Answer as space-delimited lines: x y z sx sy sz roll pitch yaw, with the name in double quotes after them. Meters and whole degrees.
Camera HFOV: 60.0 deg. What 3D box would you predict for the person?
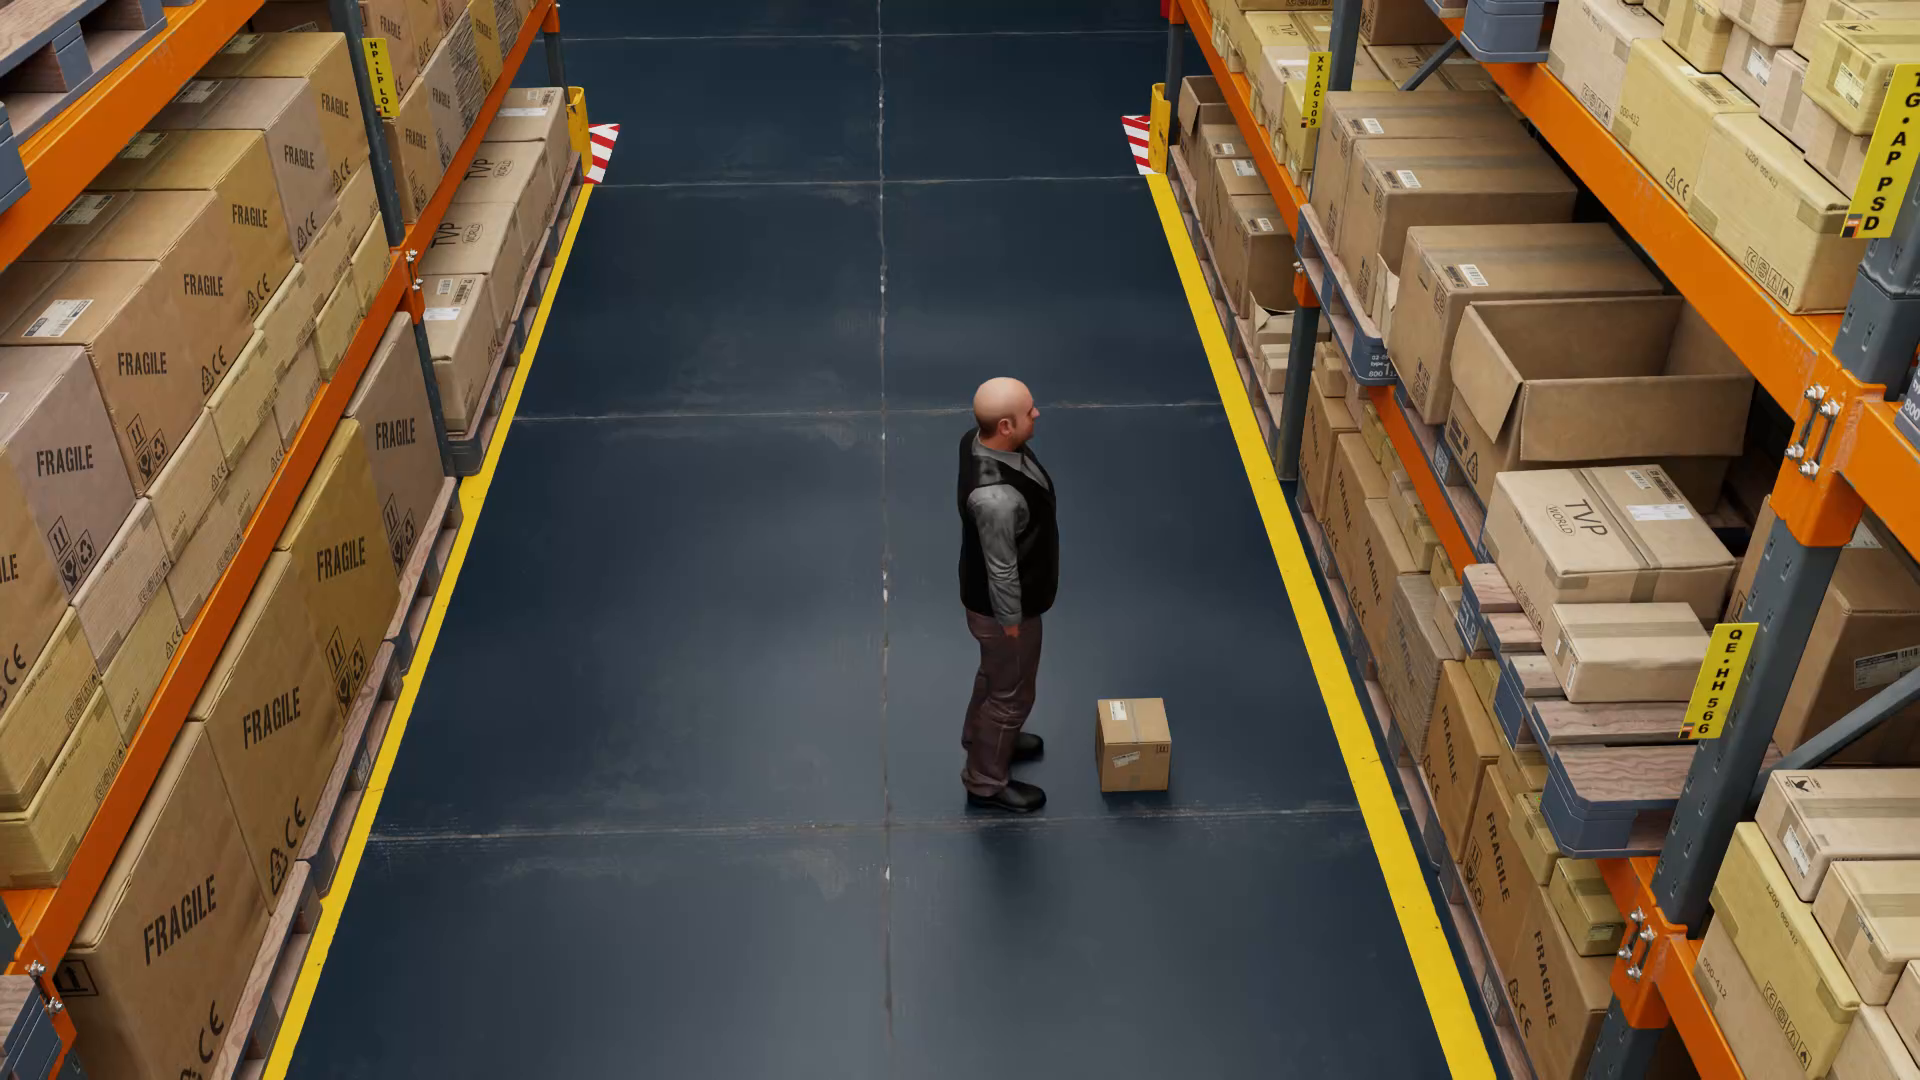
0.167 0.225 5.942 0.360 1.623 0.532 -1 35 -1 "person"
